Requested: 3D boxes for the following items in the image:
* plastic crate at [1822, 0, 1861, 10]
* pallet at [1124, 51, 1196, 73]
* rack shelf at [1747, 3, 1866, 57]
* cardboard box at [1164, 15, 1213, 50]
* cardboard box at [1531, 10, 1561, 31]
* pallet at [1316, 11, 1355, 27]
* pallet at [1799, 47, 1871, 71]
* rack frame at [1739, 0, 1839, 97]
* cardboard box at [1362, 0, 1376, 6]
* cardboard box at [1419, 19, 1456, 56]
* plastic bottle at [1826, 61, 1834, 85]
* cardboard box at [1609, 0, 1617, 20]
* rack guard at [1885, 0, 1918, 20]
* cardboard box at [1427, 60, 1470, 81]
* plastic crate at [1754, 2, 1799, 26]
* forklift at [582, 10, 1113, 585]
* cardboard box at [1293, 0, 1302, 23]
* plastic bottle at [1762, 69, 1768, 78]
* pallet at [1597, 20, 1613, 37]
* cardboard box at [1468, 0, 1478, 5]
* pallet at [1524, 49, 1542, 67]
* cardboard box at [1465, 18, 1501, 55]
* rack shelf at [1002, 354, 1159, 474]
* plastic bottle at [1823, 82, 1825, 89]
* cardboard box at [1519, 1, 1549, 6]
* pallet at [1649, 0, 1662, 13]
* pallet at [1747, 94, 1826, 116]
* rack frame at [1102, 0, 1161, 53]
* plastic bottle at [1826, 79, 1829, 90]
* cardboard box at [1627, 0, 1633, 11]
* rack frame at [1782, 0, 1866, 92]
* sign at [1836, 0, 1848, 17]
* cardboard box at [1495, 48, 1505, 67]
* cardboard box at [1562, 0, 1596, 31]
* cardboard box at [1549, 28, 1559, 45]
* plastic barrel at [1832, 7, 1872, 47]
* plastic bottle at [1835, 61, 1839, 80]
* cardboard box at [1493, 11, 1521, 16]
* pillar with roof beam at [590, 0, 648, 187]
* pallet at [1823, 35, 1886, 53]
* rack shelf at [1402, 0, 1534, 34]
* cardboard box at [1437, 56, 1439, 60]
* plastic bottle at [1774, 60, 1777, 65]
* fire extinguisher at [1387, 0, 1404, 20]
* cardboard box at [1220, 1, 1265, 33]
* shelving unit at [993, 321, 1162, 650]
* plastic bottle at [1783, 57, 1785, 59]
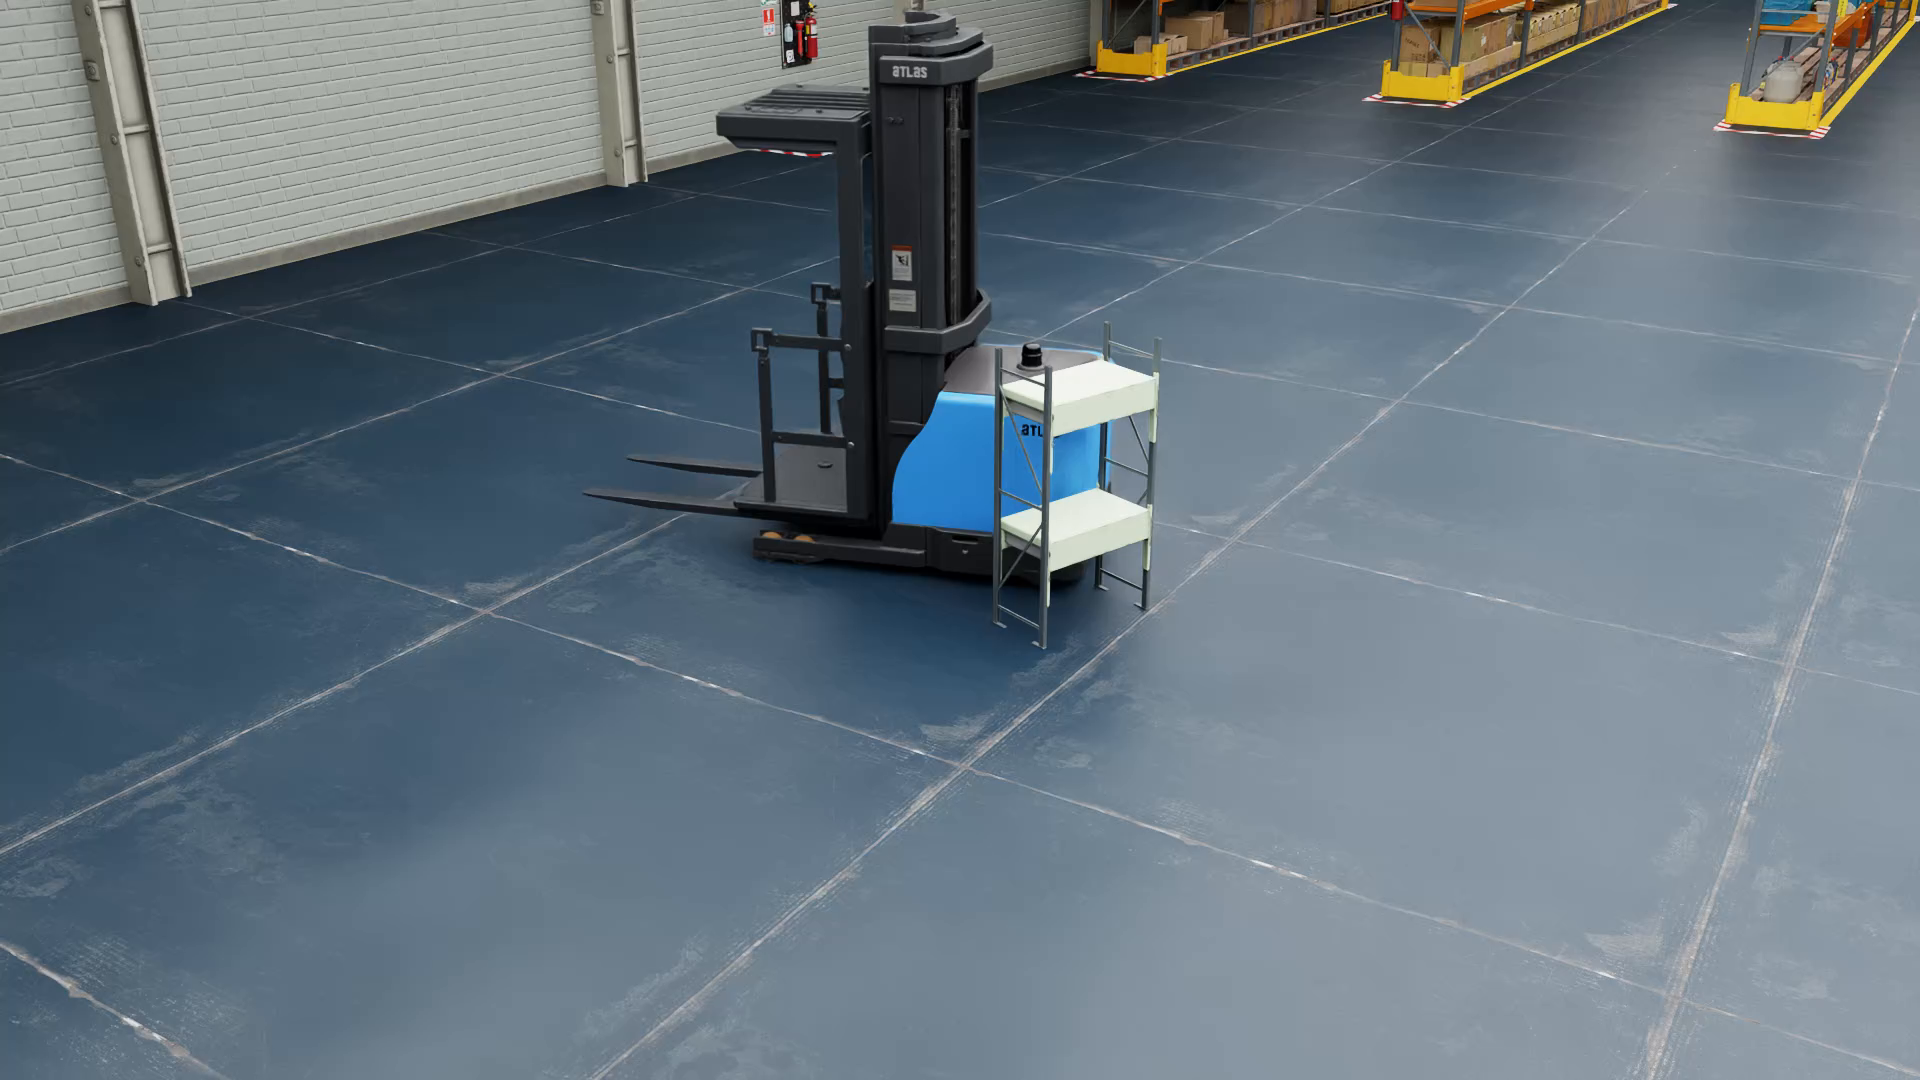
[{"bbox_3d":[12.990,-7.943,24.510,0.499,0.251,0.616,14,27,29],"label":"plastic crate"},{"bbox_3d":[3.315,-8.181,28.382,1.003,0.211,1.213,14,27,29],"label":"pallet"},{"bbox_3d":[12.288,-7.437,24.058,1.077,0.370,4.000,14,27,29],"label":"rack shelf"},{"bbox_3d":[3.988,-8.867,29.049,0.700,0.500,0.500,12,26,26],"label":"cardboard box"},{"bbox_3d":[10.376,-9.276,29.628,0.500,0.311,0.500,15,27,30],"label":"cardboard box"},{"bbox_3d":[7.516,-10.839,34.521,1.003,0.211,1.213,14,27,29],"label":"pallet"},{"bbox_3d":[15.011,-8.259,28.562,1.003,0.211,1.213,14,27,29],"label":"pallet"},{"bbox_3d":[11.233,-7.092,22.356,1.000,3.000,0.127,14,27,29],"label":"rack frame"},{"bbox_3d":[8.447,-11.877,35.587,0.750,0.750,0.750,15,27,31],"label":"cardboard box"},{"bbox_3d":[7.572,-7.990,26.420,0.500,0.500,0.500,14,27,29],"label":"cardboard box"},{"bbox_3d":[12.976,-6.977,24.871,0.144,0.351,0.185,14,27,29],"label":"plastic bottle"},{"bbox_3d":[12.807,-10.675,33.226,0.500,0.500,0.500,14,27,30],"label":"cardboard box"},{"bbox_3d":[19.674,-11.356,35.352,1.175,0.500,0.348,14,27,29],"label":"rack guard"},{"bbox_3d":[7.499,-7.196,25.530,0.500,0.250,0.500,14,27,29],"label":"cardboard box"},{"bbox_3d":[11.243,-7.255,22.921,0.499,0.251,0.616,14,27,29],"label":"plastic crate"},{"bbox_3d":[-0.687,-1.398,9.291,3.031,2.935,1.130,6,24,13],"label":"forklift"},{"bbox_3d":[6.330,-10.519,32.866,0.700,0.500,0.500,14,27,29],"label":"cardboard box"},{"bbox_3d":[11.875,-6.802,24.552,0.061,0.283,0.133,15,27,30],"label":"plastic bottle"},{"bbox_3d":[12.317,-10.206,33.059,1.003,0.211,1.213,14,27,29],"label":"pallet"},{"bbox_3d":[7.557,-8.510,25.507,0.700,0.500,0.500,15,27,30],"label":"cardboard box"},{"bbox_3d":[9.492,-8.458,29.023,1.003,0.211,1.213,14,27,29],"label":"pallet"},{"bbox_3d":[8.292,-8.046,26.549,0.500,0.500,0.500,14,27,29],"label":"cardboard box"},{"bbox_3d":[0.591,-0.643,8.365,0.720,0.370,0.431,-18,29,-35],"label":"rack shelf"},{"bbox_3d":[12.509,-6.591,24.168,0.097,0.201,0.097,0,23,0],"label":"plastic bottle"},{"bbox_3d":[10.721,-9.904,31.079,0.500,0.311,0.500,15,28,31],"label":"cardboard box"},{"bbox_3d":[15.007,-11.957,37.104,1.003,0.211,1.213,14,27,29],"label":"pallet"},{"bbox_3d":[11.666,-6.121,23.623,1.003,0.211,1.213,14,27,29],"label":"pallet"},{"bbox_3d":[2.816,-9.168,27.152,1.000,3.000,0.127,14,27,29],"label":"rack frame"},{"bbox_3d":[12.740,-6.739,24.510,0.097,0.201,0.097,0,23,0],"label":"plastic bottle"},{"bbox_3d":[13.762,-11.246,34.782,0.500,0.311,0.500,14,27,29],"label":"cardboard box"},{"bbox_3d":[13.343,-8.442,25.475,1.000,3.000,0.127,14,27,29],"label":"rack frame"},{"bbox_3d":[11.698,-7.102,22.032,0.100,0.325,0.005,14,27,29],"label":"sign"},{"bbox_3d":[8.554,-7.871,27.089,0.500,0.250,0.500,14,27,29],"label":"cardboard box"},{"bbox_3d":[11.729,-9.980,31.620,0.500,0.500,0.500,15,28,31],"label":"cardboard box"},{"bbox_3d":[10.371,-9.015,29.732,0.500,0.250,0.500,14,27,30],"label":"cardboard box"},{"bbox_3d":[15.696,-9.157,29.331,0.600,0.830,0.708,14,27,29],"label":"plastic barrel"},{"bbox_3d":[13.369,-7.166,25.392,0.061,0.283,0.133,15,28,32],"label":"plastic bottle"},{"bbox_3d":[9.641,-9.211,29.478,0.500,0.311,0.500,14,27,29],"label":"cardboard box"},{"bbox_3d":[-0.222,-7.386,15.485,9.100,9.000,0.400,14,27,29],"label":"pillar with roof beam"},{"bbox_3d":[16.478,-9.197,30.730,1.003,0.211,1.213,14,27,29],"label":"pallet"},{"bbox_3d":[8.082,-8.476,26.459,1.077,0.370,4.000,14,27,29],"label":"rack shelf"},{"bbox_3d":[7.312,-7.476,26.177,0.500,0.250,0.500,14,27,29],"label":"cardboard box"},{"bbox_3d":[12.241,-7.035,25.007,0.144,0.351,0.185,14,27,29],"label":"plastic bottle"},{"bbox_3d":[6.570,-8.153,24.905,0.296,0.674,0.183,14,27,29],"label":"fire extinguisher"},{"bbox_3d":[5.300,-9.825,31.262,0.700,0.500,0.500,15,28,31],"label":"cardboard box"},{"bbox_3d":[0.591,-0.285,8.520,0.755,1.500,0.431,-18,29,-35],"label":"shelving unit"},{"bbox_3d":[12.802,-7.376,25.893,0.097,0.271,0.097,0,23,0],"label":"plastic bottle"}]
